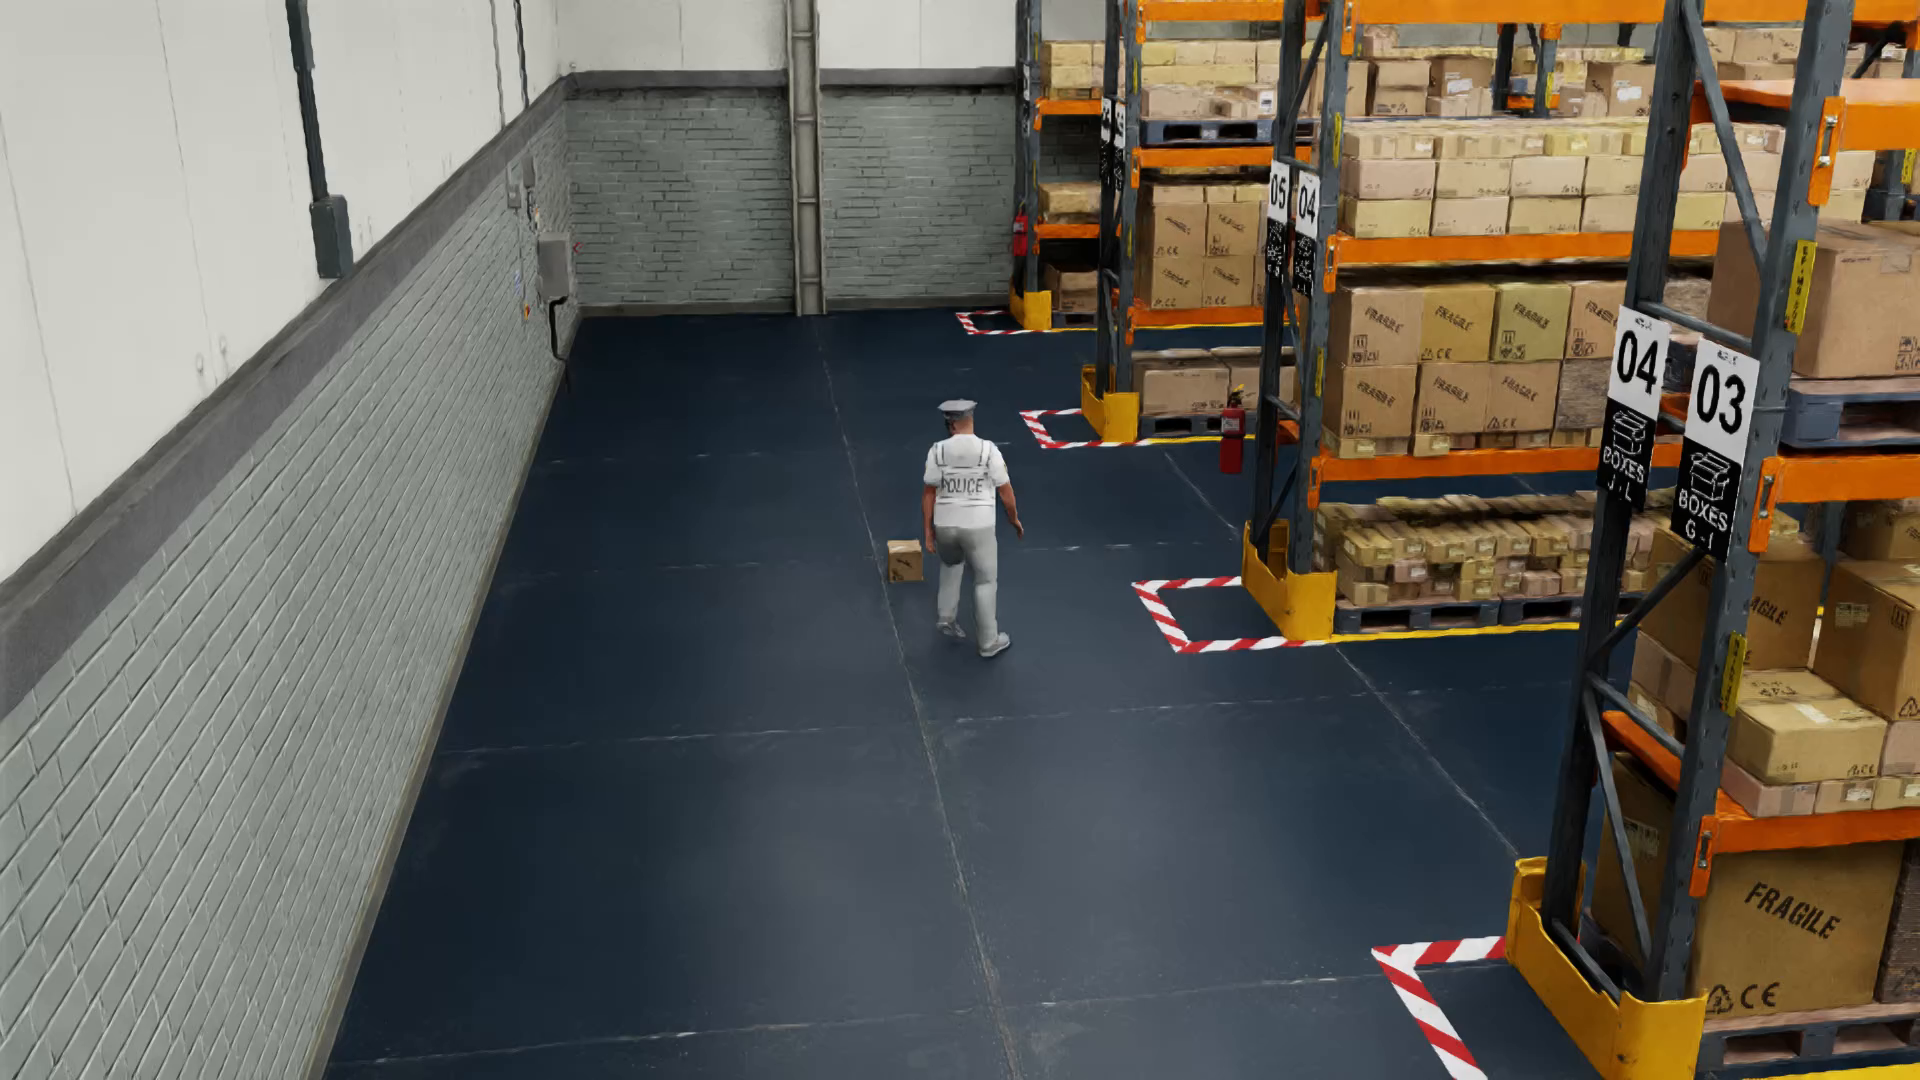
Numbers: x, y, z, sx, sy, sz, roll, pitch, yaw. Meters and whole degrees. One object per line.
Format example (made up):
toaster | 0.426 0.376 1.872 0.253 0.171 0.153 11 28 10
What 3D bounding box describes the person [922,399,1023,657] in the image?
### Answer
person | 0.080 -0.106 11.363 0.626 1.711 0.524 6 21 17
